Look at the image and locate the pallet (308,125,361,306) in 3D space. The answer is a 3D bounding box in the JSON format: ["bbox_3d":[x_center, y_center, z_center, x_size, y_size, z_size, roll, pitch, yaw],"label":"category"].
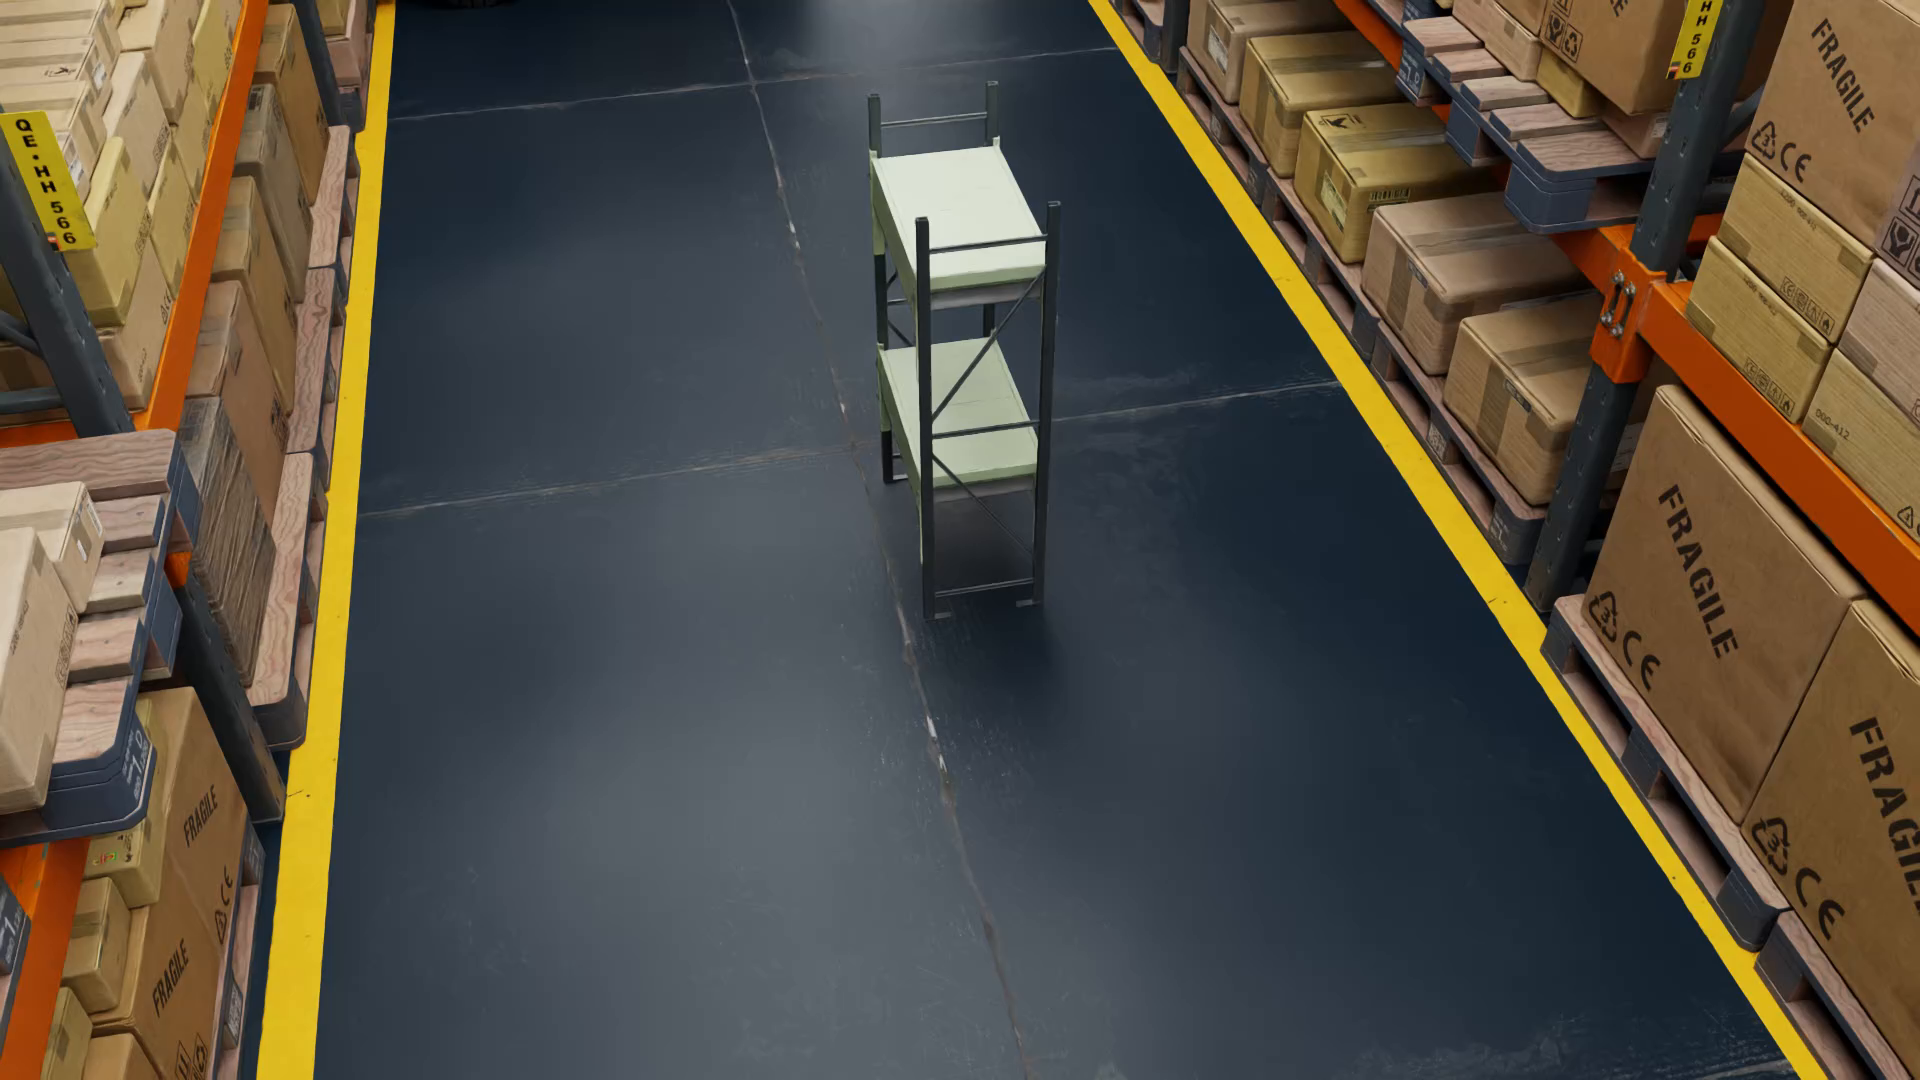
[{"bbox_3d":[-3.132,-1.349,7.111,1.003,0.211,1.213,-8,42,-9],"label":"pallet"}]

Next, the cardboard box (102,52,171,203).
[{"bbox_3d":[-2.430,-1.049,4.409,0.500,0.250,0.500,-7,42,-8],"label":"cardboard box"}]

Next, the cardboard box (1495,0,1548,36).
[{"bbox_3d":[1.888,-1.879,4.991,0.500,0.500,0.500,-9,42,-10],"label":"cardboard box"}]

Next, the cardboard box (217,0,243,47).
[{"bbox_3d":[-2.774,-1.867,5.707,0.500,0.250,0.500,-8,42,-9],"label":"cardboard box"}]

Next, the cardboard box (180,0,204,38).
[{"bbox_3d":[-2.660,-1.719,5.163,0.500,0.250,0.500,-8,42,-9],"label":"cardboard box"}]

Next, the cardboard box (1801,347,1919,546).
[{"bbox_3d":[2.368,-0.245,3.879,0.500,0.250,0.500,-9,42,-11],"label":"cardboard box"}]

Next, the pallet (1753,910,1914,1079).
[{"bbox_3d":[2.736,1.369,4.048,1.003,0.211,1.213,-8,42,-9],"label":"pallet"}]

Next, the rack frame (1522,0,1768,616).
[{"bbox_3d":[2.380,-0.985,4.600,1.000,3.000,0.127,-8,42,-9],"label":"rack frame"}]

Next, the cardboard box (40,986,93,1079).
[{"bbox_3d":[-1.996,1.075,3.357,0.380,0.149,0.250,-7,42,-8],"label":"cardboard box"}]

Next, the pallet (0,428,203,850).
[{"bbox_3d":[-2.251,0.230,3.376,1.213,0.211,1.003,-8,42,-9],"label":"pallet"}]

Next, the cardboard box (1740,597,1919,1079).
[{"bbox_3d":[2.636,0.691,3.996,0.875,0.875,0.875,-8,42,-9],"label":"cardboard box"}]

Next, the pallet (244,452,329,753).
[{"bbox_3d":[-2.606,0.233,5.329,1.003,0.211,1.213,-8,42,-9],"label":"pallet"}]

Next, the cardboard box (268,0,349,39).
[{"bbox_3d":[-3.132,-2.537,7.727,0.500,0.250,0.500,-9,42,-9],"label":"cardboard box"}]

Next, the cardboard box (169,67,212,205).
[{"bbox_3d":[-2.545,-1.197,4.952,0.500,0.250,0.500,-10,42,-11],"label":"cardboard box"}]

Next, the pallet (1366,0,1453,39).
[{"bbox_3d":[1.913,-2.190,6.102,1.003,0.211,1.213,-8,42,-9],"label":"pallet"}]

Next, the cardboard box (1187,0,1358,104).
[{"bbox_3d":[1.632,-2.412,7.871,0.950,0.372,0.625,-8,42,-9],"label":"cardboard box"}]

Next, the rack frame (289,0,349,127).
[{"bbox_3d":[-3.329,-2.864,6.717,1.000,3.000,0.127,-8,42,-9],"label":"rack frame"}]

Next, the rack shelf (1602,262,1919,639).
[{"bbox_3d":[2.812,0.581,3.378,1.077,0.370,4.000,-8,42,-9],"label":"rack shelf"}]

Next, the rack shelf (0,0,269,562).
[{"bbox_3d":[-2.898,-1.298,5.495,1.077,0.370,4.000,-8,42,-9],"label":"rack shelf"}]

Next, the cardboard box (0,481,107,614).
[{"bbox_3d":[-1.949,0.037,3.322,0.380,0.149,0.250,-8,42,-8],"label":"cardboard box"}]

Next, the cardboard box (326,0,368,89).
[{"bbox_3d":[-3.110,-2.353,7.897,0.500,0.250,0.500,-8,42,-9],"label":"cardboard box"}]

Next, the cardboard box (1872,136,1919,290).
[{"bbox_3d":[2.364,-0.721,3.474,0.500,0.500,0.500,-8,42,-9],"label":"cardboard box"}]

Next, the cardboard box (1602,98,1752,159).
[{"bbox_3d":[2.079,-1.226,4.745,0.380,0.149,0.250,-7,42,-8],"label":"cardboard box"}]

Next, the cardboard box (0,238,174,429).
[{"bbox_3d":[-2.323,-0.537,4.209,0.500,0.250,0.500,-8,42,-9],"label":"cardboard box"}]

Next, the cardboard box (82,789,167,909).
[{"bbox_3d":[-2.023,0.721,3.757,0.380,0.149,0.250,-10,43,-12],"label":"cardboard box"}]

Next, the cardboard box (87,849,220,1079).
[{"bbox_3d":[-2.067,1.076,3.845,0.500,0.500,0.500,-9,42,-10],"label":"cardboard box"}]

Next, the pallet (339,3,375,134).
[{"bbox_3d":[-3.460,-2.342,8.230,1.003,0.211,1.213,-8,42,-9],"label":"pallet"}]

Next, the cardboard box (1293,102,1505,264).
[{"bbox_3d":[1.942,-1.496,6.839,0.950,0.372,0.625,-7,42,-8],"label":"cardboard box"}]

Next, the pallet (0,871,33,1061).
[{"bbox_3d":[-2.042,1.061,2.440,1.003,0.211,1.213,-8,42,-9],"label":"pallet"}]

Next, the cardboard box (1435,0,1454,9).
[{"bbox_3d":[1.733,-1.887,5.490,0.380,0.149,0.250,-8,42,-9],"label":"cardboard box"}]

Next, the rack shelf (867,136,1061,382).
[{"bbox_3d":[-0.001,-0.857,4.998,0.431,0.370,0.720,-8,42,-9],"label":"rack shelf"}]

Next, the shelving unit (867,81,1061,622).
[{"bbox_3d":[-0.001,-0.565,5.257,0.431,1.500,0.755,-8,42,-9],"label":"shelving unit"}]

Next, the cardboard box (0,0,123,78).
[{"bbox_3d":[-2.455,-1.303,4.394,0.380,0.149,0.250,-8,42,-9],"label":"cardboard box"}]

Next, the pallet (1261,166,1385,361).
[{"bbox_3d":[1.953,-1.238,6.985,1.003,0.211,1.213,-8,42,-9],"label":"pallet"}]

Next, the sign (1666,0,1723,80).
[{"bbox_3d":[1.852,-1.304,4.147,0.100,0.325,0.005,-8,42,-9],"label":"sign"}]

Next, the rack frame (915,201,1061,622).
[{"bbox_3d":[0.078,-0.328,4.990,0.400,1.500,0.023,-8,42,-9],"label":"rack frame"}]

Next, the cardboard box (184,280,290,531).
[{"bbox_3d":[-2.736,-0.369,5.378,0.875,0.625,0.625,-7,42,-8],"label":"cardboard box"}]

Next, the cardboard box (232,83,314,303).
[{"bbox_3d":[-3.046,-1.292,6.418,0.875,0.625,0.625,-9,42,-10],"label":"cardboard box"}]

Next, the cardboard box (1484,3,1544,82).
[{"bbox_3d":[1.853,-1.547,5.106,0.380,0.149,0.250,-9,42,-10],"label":"cardboard box"}]

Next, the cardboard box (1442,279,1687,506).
[{"bbox_3d":[2.268,-0.527,5.747,0.950,0.372,0.625,-11,43,-12],"label":"cardboard box"}]

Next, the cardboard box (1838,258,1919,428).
[{"bbox_3d":[2.359,-0.416,3.696,0.500,0.250,0.500,-7,42,-8],"label":"cardboard box"}]

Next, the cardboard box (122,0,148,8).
[{"bbox_3d":[-2.536,-1.635,4.768,0.380,0.149,0.250,-8,42,-8],"label":"cardboard box"}]

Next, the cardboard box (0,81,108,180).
[{"bbox_3d":[-2.306,-0.973,4.022,0.380,0.149,0.250,-7,42,-8],"label":"cardboard box"}]
